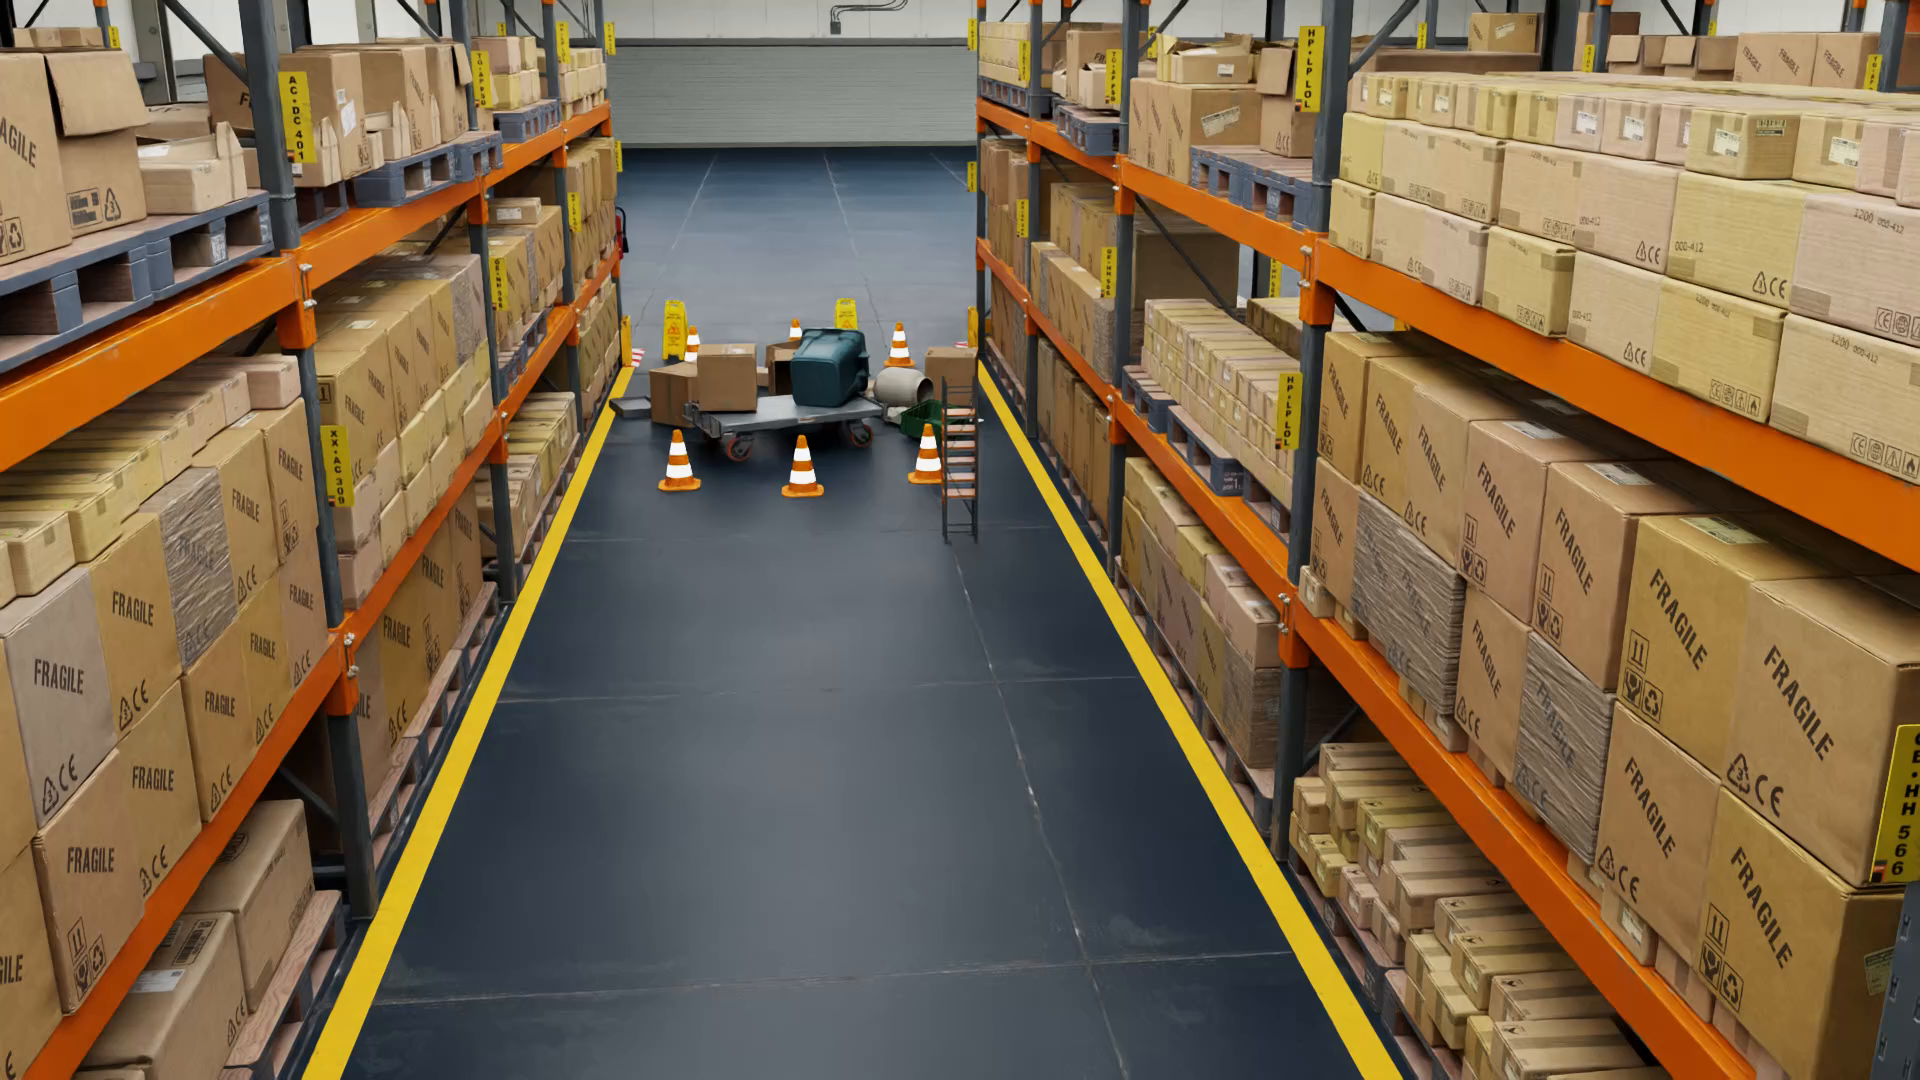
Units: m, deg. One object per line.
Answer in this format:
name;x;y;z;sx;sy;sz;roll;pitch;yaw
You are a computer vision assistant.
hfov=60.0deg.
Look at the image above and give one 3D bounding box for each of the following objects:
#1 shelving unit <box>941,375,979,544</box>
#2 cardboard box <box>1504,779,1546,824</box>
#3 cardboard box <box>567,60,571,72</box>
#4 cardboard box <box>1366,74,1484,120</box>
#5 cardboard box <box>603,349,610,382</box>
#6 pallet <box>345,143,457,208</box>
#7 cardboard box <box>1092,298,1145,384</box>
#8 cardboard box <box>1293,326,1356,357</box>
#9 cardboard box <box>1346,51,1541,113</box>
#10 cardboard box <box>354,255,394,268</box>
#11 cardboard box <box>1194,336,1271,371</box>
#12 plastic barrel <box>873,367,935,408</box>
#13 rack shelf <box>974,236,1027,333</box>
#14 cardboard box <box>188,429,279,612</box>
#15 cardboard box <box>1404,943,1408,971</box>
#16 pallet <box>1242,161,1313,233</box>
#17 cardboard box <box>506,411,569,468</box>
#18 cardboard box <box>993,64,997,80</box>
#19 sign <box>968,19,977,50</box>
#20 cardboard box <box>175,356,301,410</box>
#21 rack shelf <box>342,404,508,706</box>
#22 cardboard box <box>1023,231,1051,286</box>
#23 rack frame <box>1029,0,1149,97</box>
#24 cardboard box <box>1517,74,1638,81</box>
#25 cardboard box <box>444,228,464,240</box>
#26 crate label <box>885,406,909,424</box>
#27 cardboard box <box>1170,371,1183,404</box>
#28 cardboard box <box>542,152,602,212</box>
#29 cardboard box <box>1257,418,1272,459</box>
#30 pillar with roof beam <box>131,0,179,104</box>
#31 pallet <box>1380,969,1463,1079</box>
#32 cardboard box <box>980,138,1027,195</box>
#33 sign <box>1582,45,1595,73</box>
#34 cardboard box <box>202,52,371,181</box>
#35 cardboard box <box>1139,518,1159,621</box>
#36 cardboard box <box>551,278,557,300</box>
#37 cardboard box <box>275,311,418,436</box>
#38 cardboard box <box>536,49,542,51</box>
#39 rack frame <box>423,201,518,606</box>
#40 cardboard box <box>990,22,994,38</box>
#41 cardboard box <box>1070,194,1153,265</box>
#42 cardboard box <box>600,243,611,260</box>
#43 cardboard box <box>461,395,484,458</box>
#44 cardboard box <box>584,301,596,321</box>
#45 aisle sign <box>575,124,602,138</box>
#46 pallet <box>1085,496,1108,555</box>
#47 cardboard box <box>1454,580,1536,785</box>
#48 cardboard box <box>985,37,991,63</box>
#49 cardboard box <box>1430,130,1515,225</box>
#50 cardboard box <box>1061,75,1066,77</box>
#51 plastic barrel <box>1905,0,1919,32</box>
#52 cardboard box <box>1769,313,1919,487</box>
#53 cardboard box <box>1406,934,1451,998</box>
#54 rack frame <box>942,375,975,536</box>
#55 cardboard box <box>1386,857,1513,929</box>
shelving unit;-0.002;-0.577;12.011;0.258;1.200;0.189;-2;18;-6
cardboard box;1.934;0.755;5.183;0.380;0.149;0.250;-1;17;-5
cardboard box;-3.595;-4.154;14.482;0.380;0.149;0.250;-2;18;-7
cardboard box;1.709;-1.615;6.055;0.380;0.149;0.250;-3;18;-8
cardboard box;-3.770;-1.741;16.603;0.500;0.250;0.500;-2;18;-8
pallet;-3.163;-1.829;8.303;1.003;0.211;1.213;-1;17;-3
cardboard box;1.199;-1.368;11.360;0.500;0.500;0.500;-2;18;-6
cardboard box;2.120;-1.123;9.470;0.380;0.149;0.250;-2;18;-6
cardboard box;1.996;-1.798;7.021;0.700;0.500;0.500;-2;18;-6
cardboard box;-3.593;-1.382;9.734;0.500;0.500;0.500;-2;18;-7
cardboard box;1.505;-1.024;9.155;0.380;0.149;0.250;-1;17;-4
plastic barrel;-0.543;-1.448;16.082;0.512;0.421;0.421;11;21;32
rack shelf;0.894;-2.639;16.776;1.077;0.370;4.000;-2;18;-6
cardboard box;-2.620;-0.061;5.527;0.500;0.500;0.500;-2;18;-6
cardboard box;1.886;1.580;6.194;0.380;0.149;0.250;-3;18;-8
pallet;1.968;-1.531;7.353;1.213;0.211;1.003;-2;18;-6
cardboard box;-3.679;-0.780;13.338;0.950;0.372;0.625;-1;17;-2
cardboard box;0.534;-4.649;16.522;0.380;0.149;0.250;-2;18;-6
sign;0.135;-5.449;17.925;0.100;0.325;0.005;-2;18;-6
cardboard box;-2.640;-0.572;6.072;0.380;0.149;0.250;-2;18;-7
rack shelf;-3.194;-0.072;8.601;1.077;0.370;4.000;-2;18;-6
cardboard box;1.050;-2.567;15.096;0.875;0.550;0.550;-2;18;-6
rack frame;1.100;-5.248;13.871;1.000;3.000;0.127;-2;18;-6
cardboard box;2.267;-1.628;6.096;0.380;0.149;0.250;-1;17;-4
cardboard box;-3.897;-1.995;12.159;0.500;0.500;0.500;-2;18;-8
crate label;-0.562;-1.170;15.676;0.250;0.136;0.298;16;24;42
cardboard box;1.443;-0.895;9.738;0.380;0.149;0.250;-1;17;-3
cardboard box;-3.699;-3.311;15.383;0.700;0.500;0.500;-2;18;-7
cardboard box;1.637;-0.490;7.952;0.380;0.149;0.250;-1;17;-3
pillar with roof beam;-6.324;-7.788;21.961;9.100;9.000;0.400;-2;18;-6
pallet;2.159;1.891;5.801;1.003;0.211;1.213;-2;18;-6
cardboard box;0.687;-4.053;18.026;0.875;0.550;0.550;-2;18;-6
sign;5.505;-4.168;14.575;0.100;0.325;0.005;-2;18;-6
cardboard box;-2.790;-1.770;6.933;0.500;0.500;0.500;-2;18;-7
cardboard box;1.387;0.166;10.112;0.500;0.500;0.500;-2;17;-5
cardboard box;-3.413;-1.984;13.207;0.380;0.149;0.250;-2;18;-7
cardboard box;-2.877;-0.785;7.832;0.500;0.500;0.500;-2;18;-7
cardboard box;-4.386;-4.823;16.614;0.380;0.149;0.250;-2;18;-6
rack frame;-3.400;-1.011;10.391;1.000;3.000;0.127;-2;18;-6
cardboard box;0.509;-5.106;16.644;0.380;0.149;0.250;-2;18;-7
cardboard box;1.264;-2.459;13.167;0.700;0.500;0.500;-2;18;-5
cardboard box;-3.776;-2.945;16.971;0.380;0.149;0.250;-1;17;-5
cardboard box;-3.022;-0.646;9.476;0.500;0.250;0.500;-1;17;-5
cardboard box;-3.613;-2.135;15.525;0.380;0.149;0.250;-1;17;-4
aisle sign;-3.944;-4.663;17.681;0.394;0.787;0.004;-2;18;-6
pallet;1.506;-0.101;12.147;1.003;0.211;1.213;-2;18;-6
cardboard box;1.885;0.420;5.167;0.500;0.500;0.500;-1;17;-3
cardboard box;0.536;-5.025;17.052;0.500;0.250;0.500;-2;18;-6
cardboard box;1.821;-1.151;5.244;0.500;0.250;0.500;-1;17;-5
cardboard box;0.960;-3.629;13.272;0.250;0.149;0.380;-2;18;-6
plastic barrel;10.735;-5.550;18.420;0.600;0.830;0.708;-2;18;-6
cardboard box;2.028;-0.298;3.361;0.500;0.250;0.500;-2;18;-7
cardboard box;1.814;1.517;5.898;0.380;0.149;0.250;-2;18;-6
rack frame;-0.011;-0.604;12.098;0.240;1.200;0.006;-2;18;-6
cardboard box;1.794;1.295;6.108;0.380;0.149;0.250;-1;17;-4
